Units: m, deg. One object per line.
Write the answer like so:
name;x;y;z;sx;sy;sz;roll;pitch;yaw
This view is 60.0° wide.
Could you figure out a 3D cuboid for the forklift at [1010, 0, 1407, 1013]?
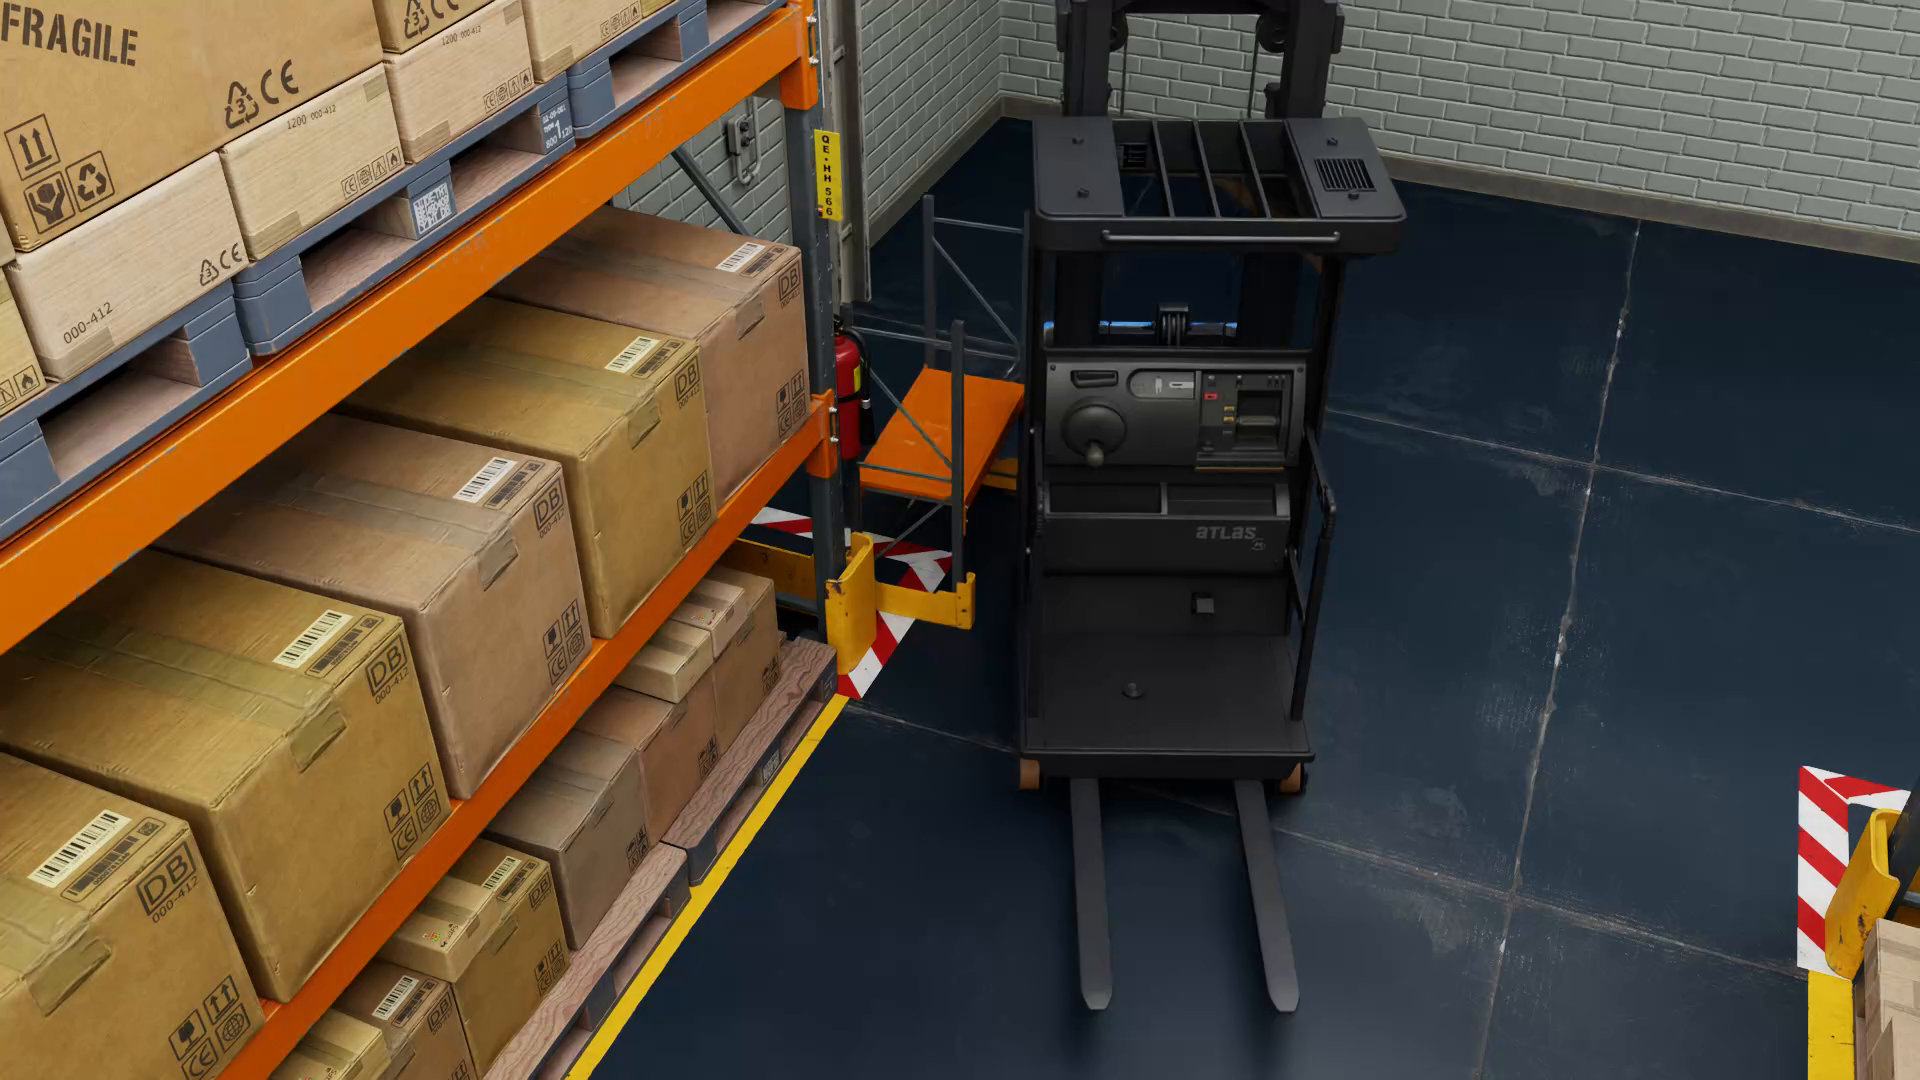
forklift;0.772;-0.387;5.819;1.130;2.935;3.031;1;37;1

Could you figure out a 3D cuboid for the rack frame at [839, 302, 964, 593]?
rack frame;-0.227;-0.275;6.865;0.500;1.500;0.032;11;38;14

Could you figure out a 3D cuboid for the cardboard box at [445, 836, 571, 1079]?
cardboard box;-1.706;1.260;5.295;0.700;0.500;0.500;15;39;19

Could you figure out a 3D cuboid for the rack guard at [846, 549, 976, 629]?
rack guard;-0.221;0.214;7.254;0.587;0.250;0.087;11;38;14

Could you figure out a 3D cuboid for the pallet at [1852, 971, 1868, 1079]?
pallet;3.296;1.892;5.043;1.003;0.211;1.213;14;39;18

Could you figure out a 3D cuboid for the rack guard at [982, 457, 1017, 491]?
rack guard;0.080;-0.354;8.015;0.587;0.250;0.087;11;38;14

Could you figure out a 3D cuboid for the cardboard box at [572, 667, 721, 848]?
cardboard box;-1.319;0.685;6.065;0.700;0.500;0.500;14;39;18

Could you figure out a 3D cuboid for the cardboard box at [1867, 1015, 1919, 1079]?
cardboard box;2.968;1.729;4.860;0.500;0.250;0.500;14;39;18

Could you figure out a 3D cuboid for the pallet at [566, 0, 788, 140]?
pallet;-1.227;-1.588;4.938;1.003;0.211;1.213;14;39;18

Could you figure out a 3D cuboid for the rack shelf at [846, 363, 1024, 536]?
rack shelf;-0.073;-0.421;7.361;0.538;0.185;1.000;11;38;14

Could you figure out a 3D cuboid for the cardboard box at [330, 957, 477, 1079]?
cardboard box;-1.903;1.544;4.916;0.700;0.500;0.500;13;39;17

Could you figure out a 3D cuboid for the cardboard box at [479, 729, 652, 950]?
cardboard box;-1.510;0.964;5.693;0.700;0.500;0.500;13;39;16

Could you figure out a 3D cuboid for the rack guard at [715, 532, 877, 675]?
rack guard;-0.946;0.152;7.128;1.175;0.500;0.348;14;39;18

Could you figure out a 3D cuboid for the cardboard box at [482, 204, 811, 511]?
cardboard box;-1.140;-0.671;5.892;0.980;0.700;0.700;16;40;20

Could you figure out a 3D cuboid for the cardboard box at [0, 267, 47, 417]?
cardboard box;-1.970;-0.293;2.822;0.500;0.250;0.500;14;39;18

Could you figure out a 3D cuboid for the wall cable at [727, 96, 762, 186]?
wall cable;-1.342;-2.167;7.295;0.084;1.984;1.851;14;39;18

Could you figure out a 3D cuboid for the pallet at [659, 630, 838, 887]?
pallet;-1.187;0.742;6.581;1.003;0.211;1.213;14;39;18

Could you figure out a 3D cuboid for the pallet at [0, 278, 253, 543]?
pallet;-2.156;-0.237;3.131;1.003;0.211;1.213;14;39;18

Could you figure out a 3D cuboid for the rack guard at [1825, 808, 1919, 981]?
rack guard;3.599;1.334;5.547;1.175;0.500;0.348;14;39;18

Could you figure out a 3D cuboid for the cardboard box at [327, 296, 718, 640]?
cardboard box;-1.406;-0.266;5.349;0.980;0.700;0.700;14;39;17

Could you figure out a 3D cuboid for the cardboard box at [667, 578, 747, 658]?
cardboard box;-1.009;0.261;6.091;0.380;0.149;0.250;13;39;17

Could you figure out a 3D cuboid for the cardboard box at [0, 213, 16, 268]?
cardboard box;-1.946;-0.602;2.609;0.500;0.500;0.500;13;39;17

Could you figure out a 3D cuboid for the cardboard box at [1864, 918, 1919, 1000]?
cardboard box;3.151;1.410;5.372;0.380;0.149;0.250;14;39;18

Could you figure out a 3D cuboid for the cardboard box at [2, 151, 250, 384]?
cardboard box;-1.763;-0.572;3.195;0.500;0.250;0.500;13;39;17

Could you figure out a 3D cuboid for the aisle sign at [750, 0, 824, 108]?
aisle sign;-0.650;-1.848;5.546;0.394;0.787;0.004;14;39;18

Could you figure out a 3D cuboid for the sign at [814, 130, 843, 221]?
sign;-0.458;-1.263;5.769;0.100;0.325;0.005;14;39;18

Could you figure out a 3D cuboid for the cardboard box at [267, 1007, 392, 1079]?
cardboard box;-1.798;1.414;4.549;0.380;0.149;0.250;15;39;19

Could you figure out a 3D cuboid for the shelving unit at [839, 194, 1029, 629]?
shelving unit;-0.071;-0.571;7.260;0.587;1.500;1.083;11;38;14

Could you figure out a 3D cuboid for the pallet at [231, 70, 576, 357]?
pallet;-1.690;-0.910;4.031;1.003;0.211;1.213;14;39;18

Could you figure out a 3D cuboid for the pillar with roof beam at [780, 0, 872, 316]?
pillar with roof beam;3.254;-3.950;5.518;9.100;9.000;0.400;14;39;18

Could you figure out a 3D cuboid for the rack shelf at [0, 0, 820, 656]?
rack shelf;-1.716;-0.641;4.198;1.077;0.370;4.000;14;39;18

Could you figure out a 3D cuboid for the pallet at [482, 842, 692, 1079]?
pallet;-1.652;1.415;5.681;1.003;0.211;1.213;14;39;18

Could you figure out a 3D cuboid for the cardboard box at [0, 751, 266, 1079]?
cardboard box;-2.255;0.962;3.706;0.980;0.700;0.700;14;39;18

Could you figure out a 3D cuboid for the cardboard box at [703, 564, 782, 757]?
cardboard box;-1.129;0.408;6.436;0.700;0.500;0.500;14;39;18

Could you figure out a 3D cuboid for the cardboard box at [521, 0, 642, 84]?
cardboard box;-1.185;-1.431;4.344;0.500;0.250;0.500;12;39;16

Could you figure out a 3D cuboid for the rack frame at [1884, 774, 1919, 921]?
rack frame;3.628;0.291;4.855;1.000;3.000;0.127;14;39;18

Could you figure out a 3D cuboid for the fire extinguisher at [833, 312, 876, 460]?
fire extinguisher;-0.471;-0.634;6.468;0.296;0.674;0.183;14;39;18

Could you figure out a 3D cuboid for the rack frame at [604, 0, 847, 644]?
rack frame;-0.955;-0.835;6.362;1.000;3.000;0.127;14;39;18

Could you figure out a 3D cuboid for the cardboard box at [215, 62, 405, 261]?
cardboard box;-1.575;-0.858;3.577;0.500;0.250;0.500;13;39;17

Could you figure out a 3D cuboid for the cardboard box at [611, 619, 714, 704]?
cardboard box;-1.106;0.402;5.902;0.380;0.149;0.250;15;39;19

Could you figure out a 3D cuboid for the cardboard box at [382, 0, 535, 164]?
cardboard box;-1.378;-1.142;3.957;0.500;0.250;0.500;13;39;16

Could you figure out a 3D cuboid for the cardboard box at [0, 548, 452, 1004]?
cardboard box;-1.972;0.559;4.245;0.980;0.700;0.700;13;39;17

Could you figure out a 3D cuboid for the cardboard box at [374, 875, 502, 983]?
cardboard box;-1.600;1.125;4.935;0.380;0.149;0.250;13;39;16

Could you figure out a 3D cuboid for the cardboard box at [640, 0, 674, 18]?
cardboard box;-0.988;-1.719;4.730;0.500;0.250;0.500;15;39;19

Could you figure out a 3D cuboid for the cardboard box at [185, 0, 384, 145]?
cardboard box;-1.573;-1.162;3.359;0.500;0.500;0.500;14;39;18

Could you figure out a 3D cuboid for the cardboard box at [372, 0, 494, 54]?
cardboard box;-1.372;-1.453;3.747;0.500;0.500;0.500;12;38;16

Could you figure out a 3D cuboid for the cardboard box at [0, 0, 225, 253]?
cardboard box;-1.756;-0.888;2.991;0.500;0.500;0.500;13;39;17

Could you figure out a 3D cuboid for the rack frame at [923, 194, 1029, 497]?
rack frame;0.080;-0.855;7.642;0.500;1.500;0.032;11;38;14

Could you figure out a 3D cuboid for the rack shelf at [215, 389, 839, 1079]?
rack shelf;-1.716;0.560;5.096;1.077;0.370;4.000;14;39;18

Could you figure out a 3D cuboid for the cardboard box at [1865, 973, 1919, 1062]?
cardboard box;3.055;1.541;5.181;0.380;0.166;0.250;14;39;18

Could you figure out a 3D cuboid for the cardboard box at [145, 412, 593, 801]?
cardboard box;-1.705;0.154;4.787;0.980;0.700;0.700;12;38;16
